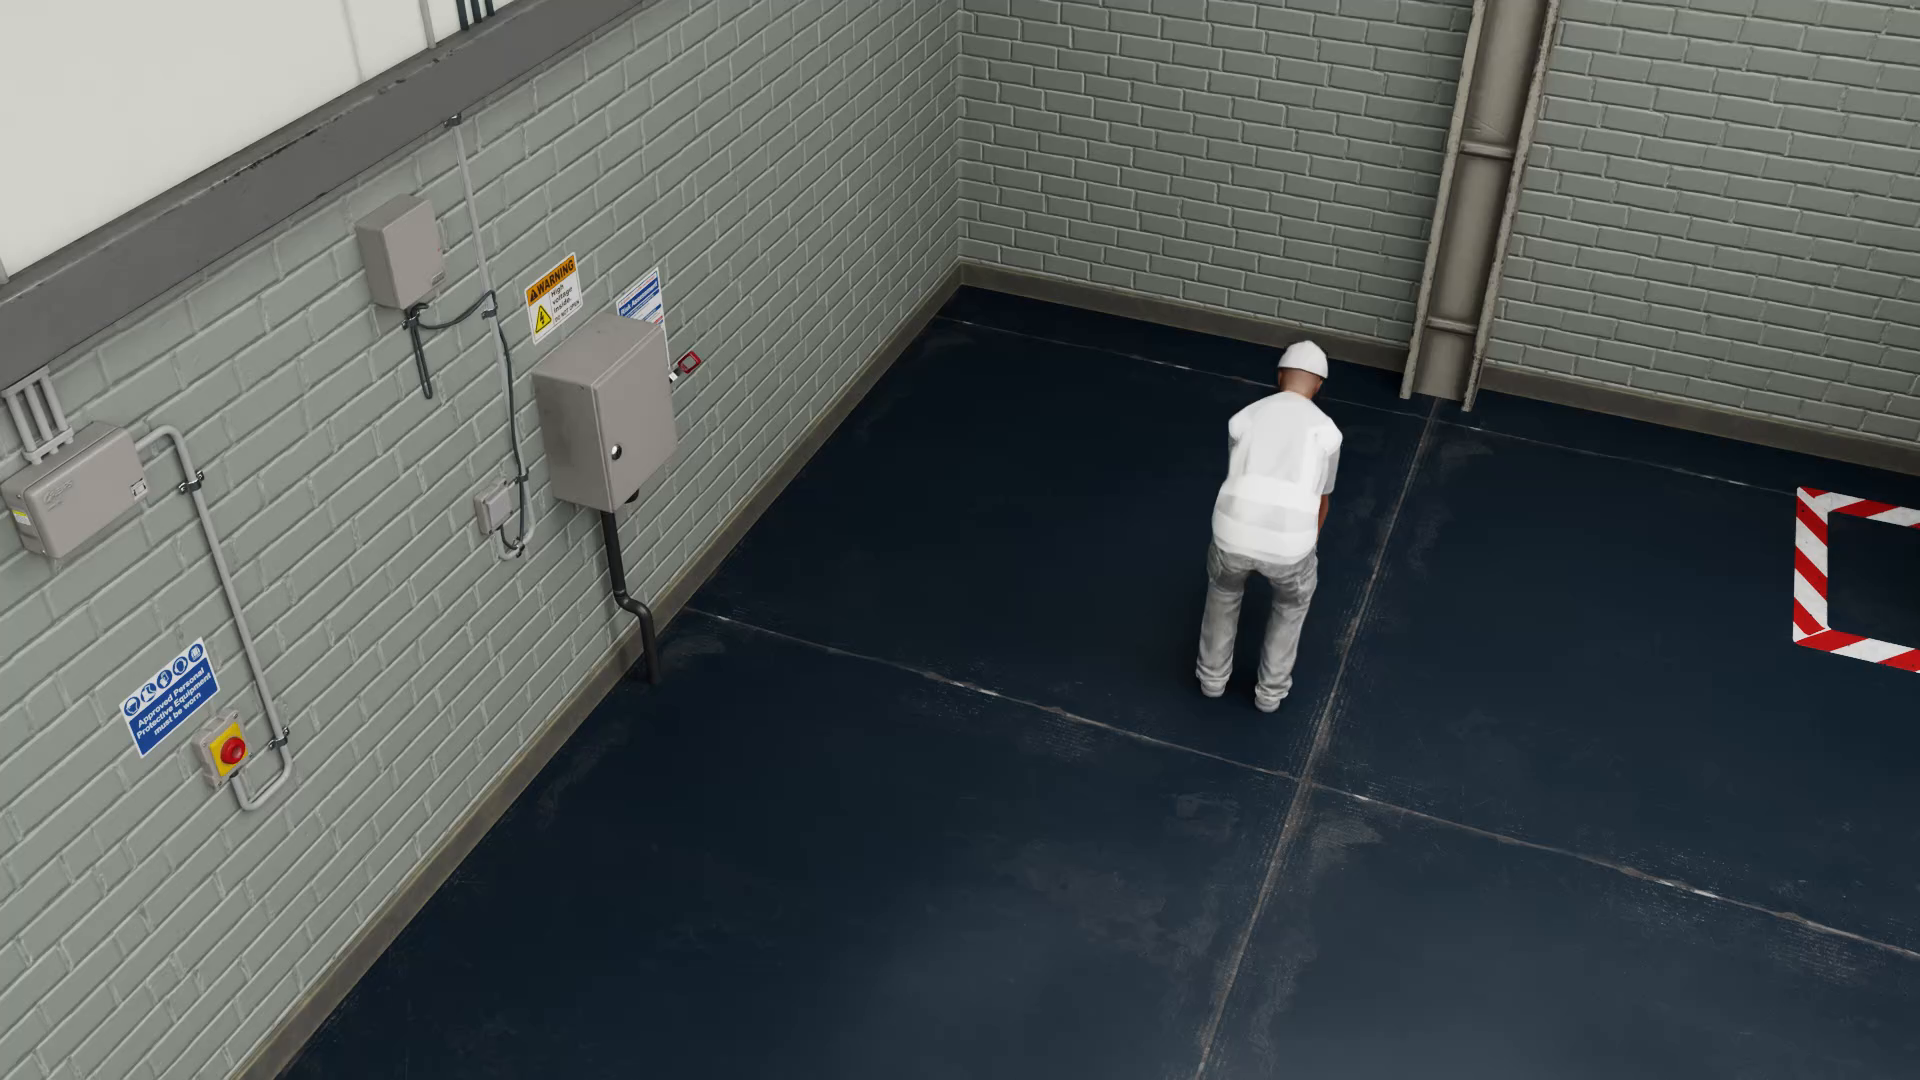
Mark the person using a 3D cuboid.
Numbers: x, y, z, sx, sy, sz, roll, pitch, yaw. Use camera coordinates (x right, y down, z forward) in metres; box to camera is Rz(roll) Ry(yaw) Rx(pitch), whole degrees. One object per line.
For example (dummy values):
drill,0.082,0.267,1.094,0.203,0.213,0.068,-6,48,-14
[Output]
person,1.332,-0.047,7.119,0.480,1.474,0.862,13,39,17
